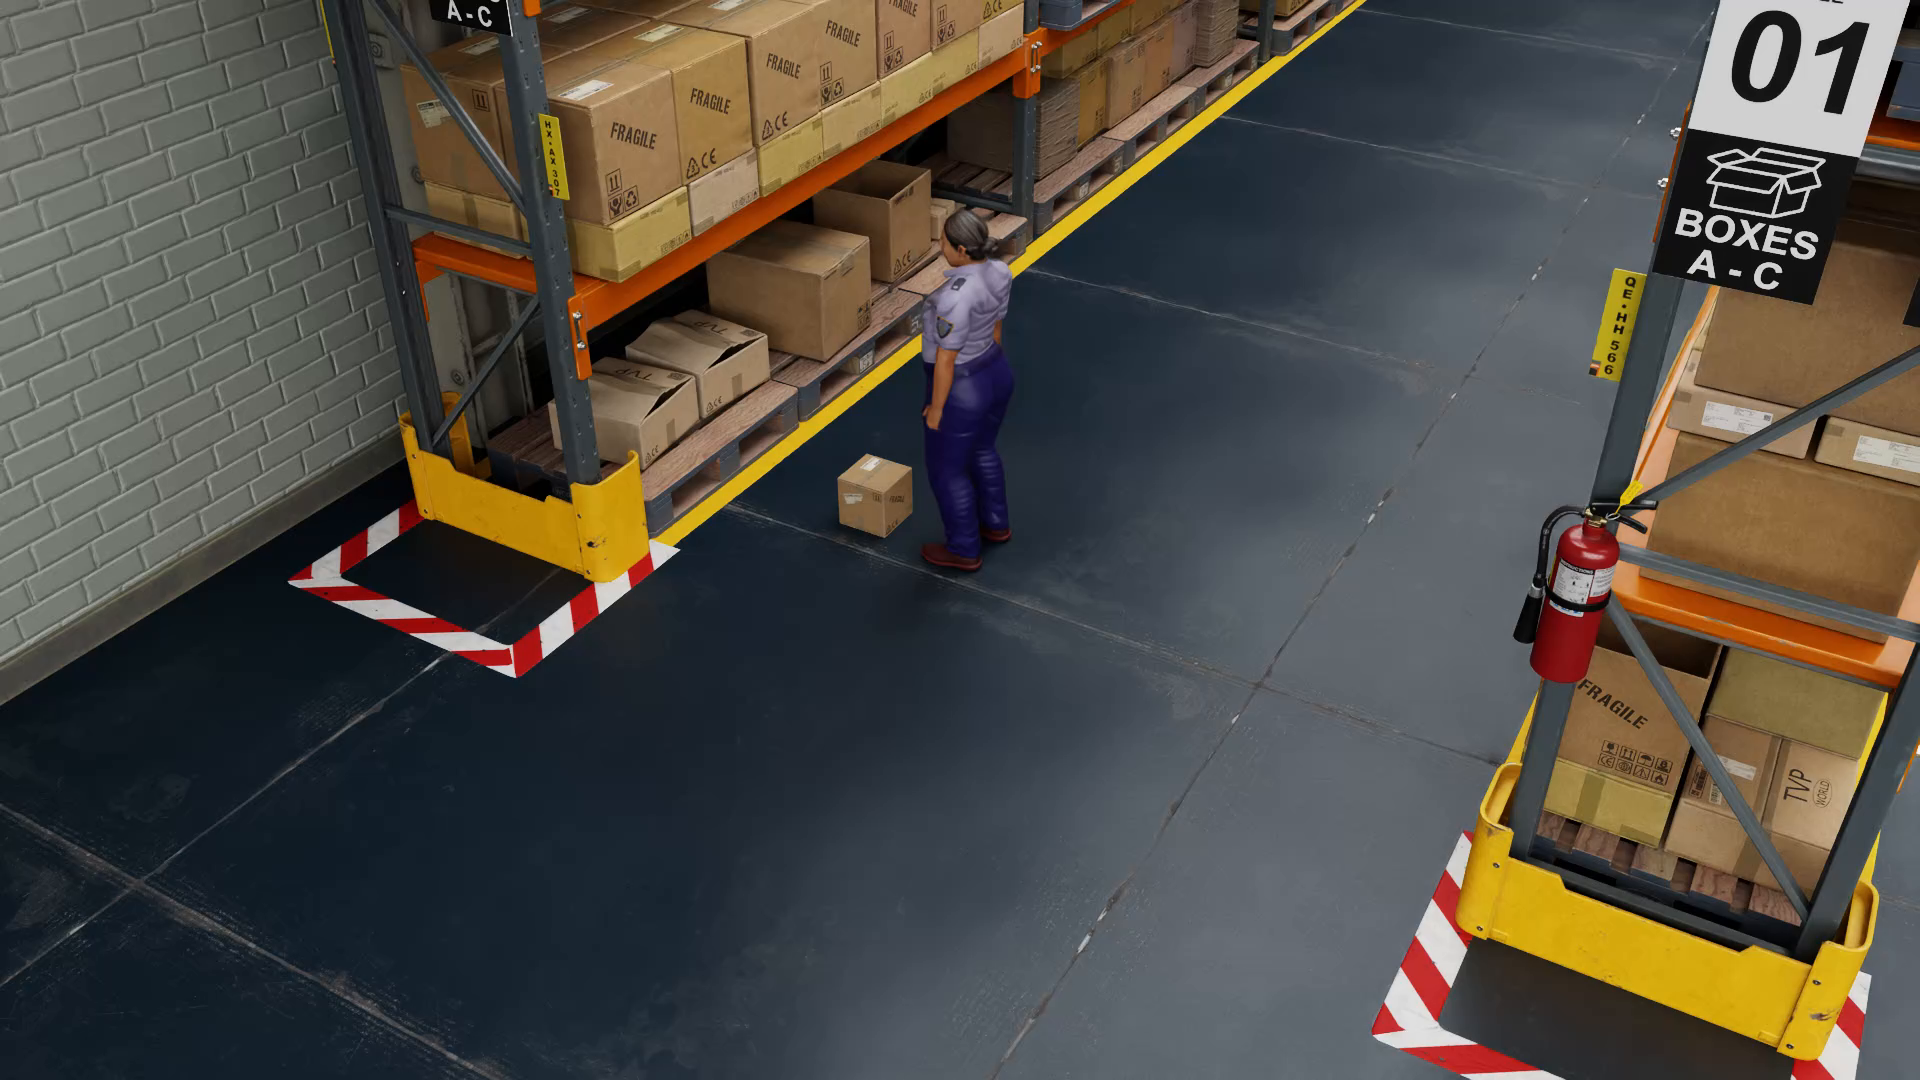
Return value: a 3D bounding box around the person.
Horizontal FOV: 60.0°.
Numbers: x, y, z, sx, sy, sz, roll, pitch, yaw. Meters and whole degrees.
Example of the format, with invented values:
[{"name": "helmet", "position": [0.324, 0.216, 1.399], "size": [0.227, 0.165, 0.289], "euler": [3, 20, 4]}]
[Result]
[{"name": "person", "position": [0.016, -0.635, 7.092], "size": [0.342, 1.645, 0.469], "euler": [19, 39, 25]}]
